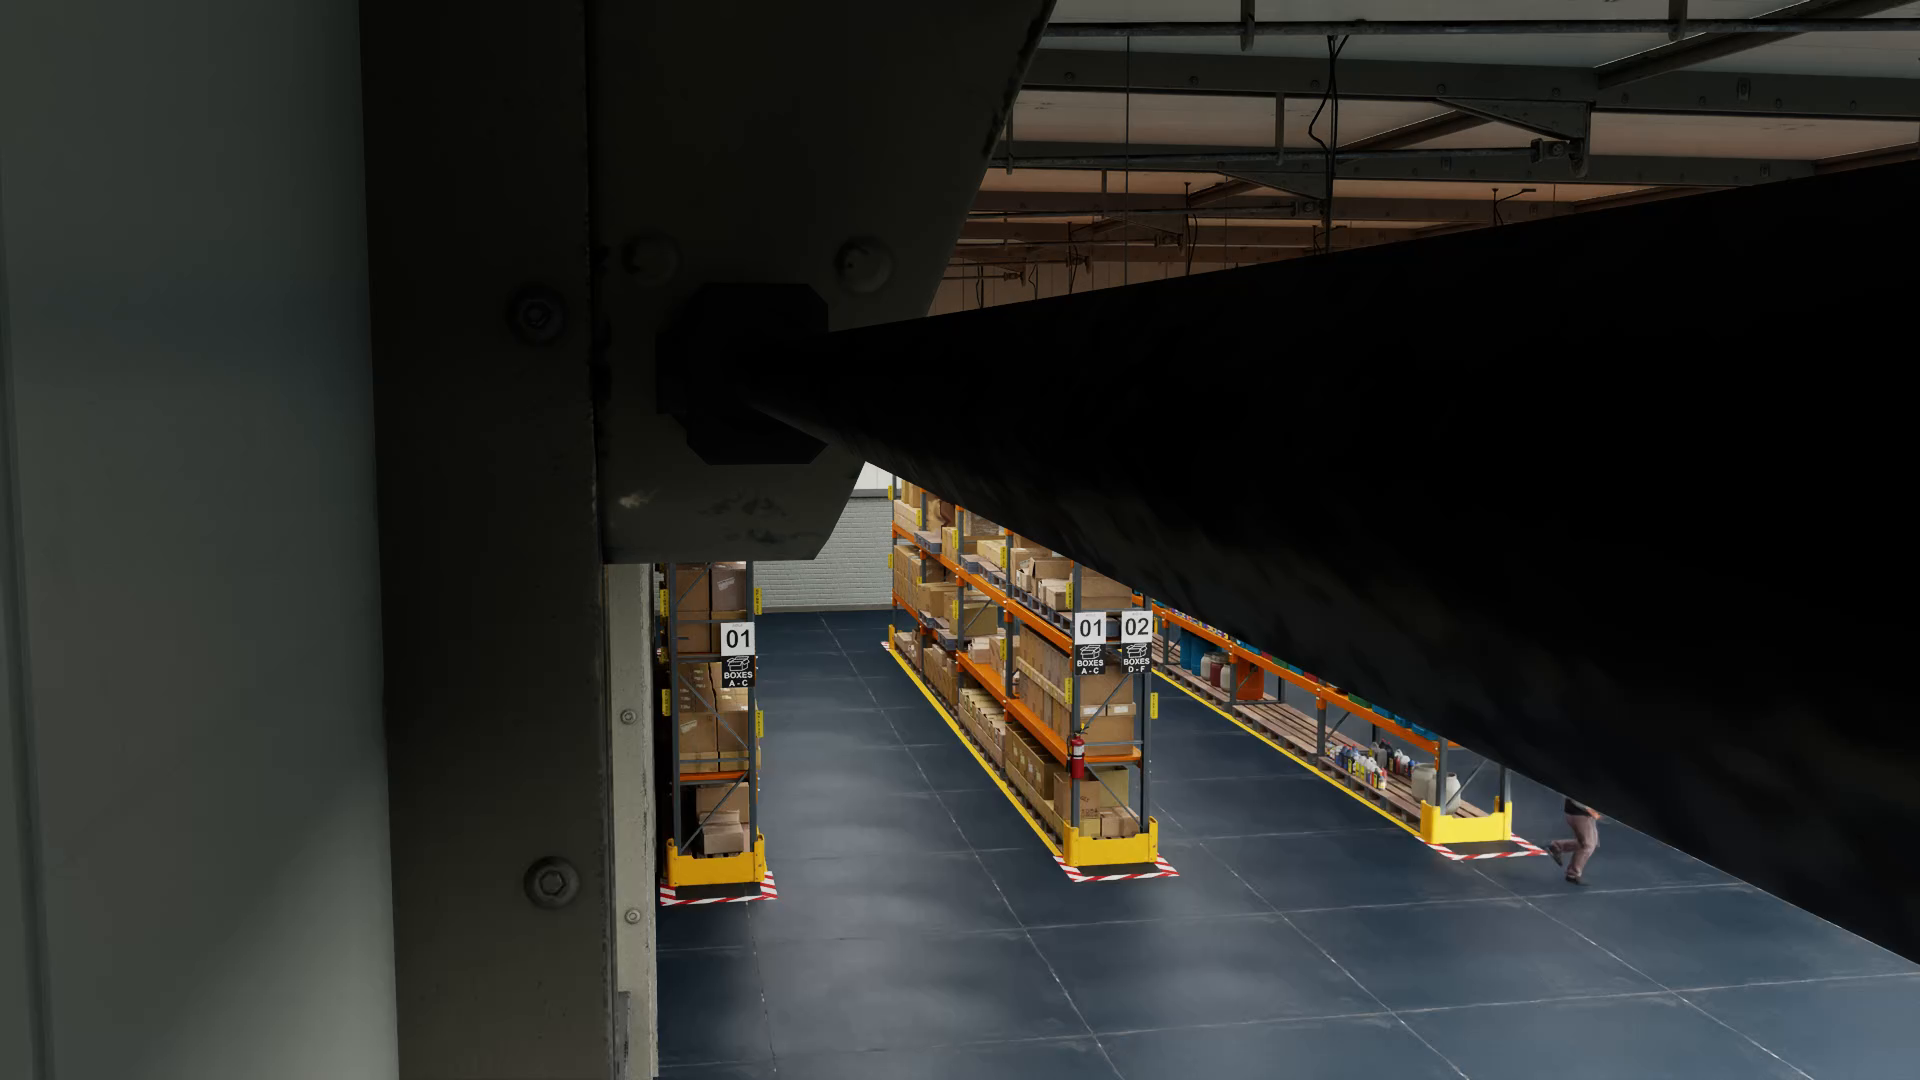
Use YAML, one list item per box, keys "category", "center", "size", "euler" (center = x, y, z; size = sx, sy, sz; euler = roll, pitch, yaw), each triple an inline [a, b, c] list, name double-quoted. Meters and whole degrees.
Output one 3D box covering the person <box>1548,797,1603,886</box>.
- category: "person"
  center: [7.487, 3.327, 20.184]
  size: [0.659, 1.701, 0.678]
  euler: [4, 7, 32]
